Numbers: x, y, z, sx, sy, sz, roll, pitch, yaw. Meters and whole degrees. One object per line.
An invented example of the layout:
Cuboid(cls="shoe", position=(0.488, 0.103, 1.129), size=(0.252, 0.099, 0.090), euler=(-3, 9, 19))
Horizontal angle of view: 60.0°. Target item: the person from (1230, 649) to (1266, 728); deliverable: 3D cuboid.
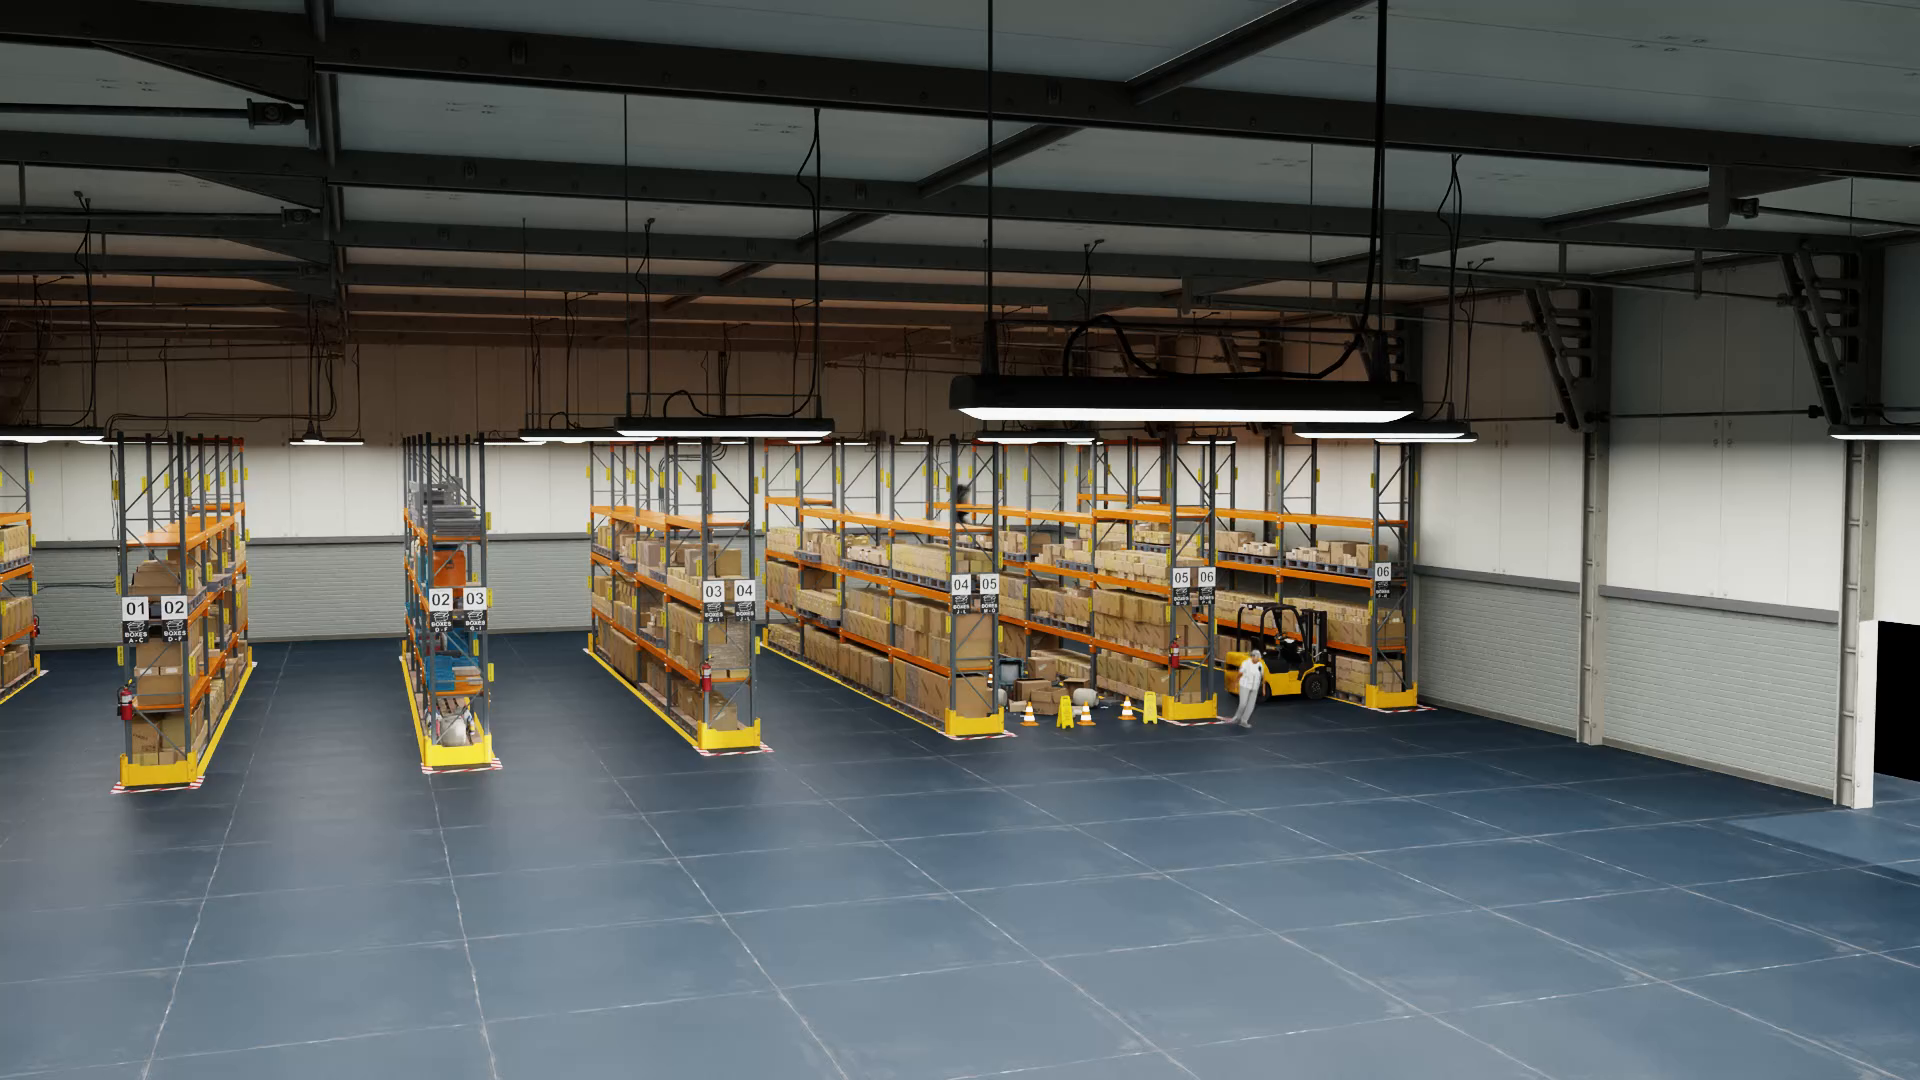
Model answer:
Cuboid(cls="person", position=(5.908, 3.035, 34.015), size=(0.649, 1.625, 0.610), euler=(-1, 3, -16))

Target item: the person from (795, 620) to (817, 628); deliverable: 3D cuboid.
Cuboid(cls="person", position=(-4.602, 2.129, 49.551), size=(0.973, 1.670, 0.592), euler=(-1, 3, -12))
